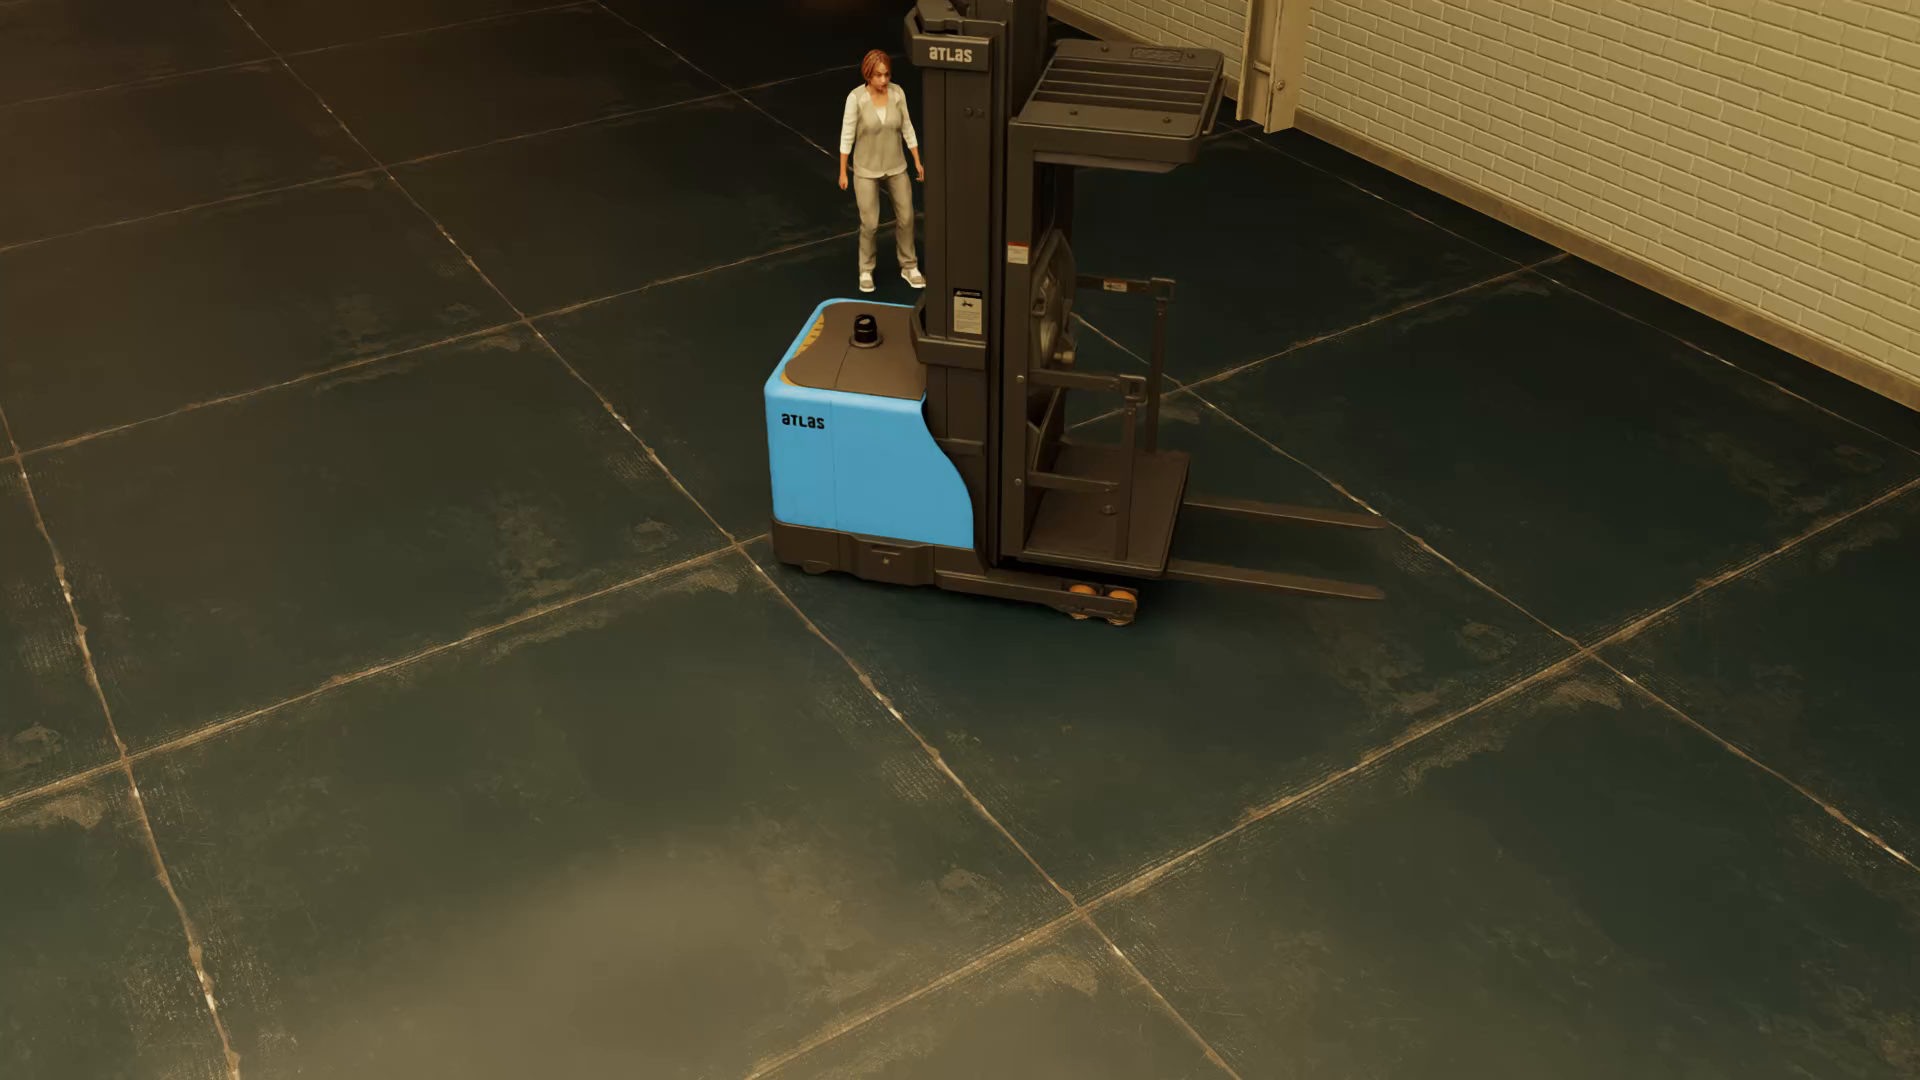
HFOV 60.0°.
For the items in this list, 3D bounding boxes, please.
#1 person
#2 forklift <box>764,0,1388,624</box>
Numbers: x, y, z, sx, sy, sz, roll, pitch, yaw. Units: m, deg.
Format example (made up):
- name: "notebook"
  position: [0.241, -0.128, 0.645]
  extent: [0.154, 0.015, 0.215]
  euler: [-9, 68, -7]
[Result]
- name: "person"
  position: [-0.497, -2.362, 10.677]
  extent: [0.560, 1.589, 0.345]
  euler: [-12, 37, -17]
- name: "forklift"
  position: [0.623, -1.125, 7.749]
  extent: [3.031, 2.935, 1.130]
  euler: [8, 36, 11]
